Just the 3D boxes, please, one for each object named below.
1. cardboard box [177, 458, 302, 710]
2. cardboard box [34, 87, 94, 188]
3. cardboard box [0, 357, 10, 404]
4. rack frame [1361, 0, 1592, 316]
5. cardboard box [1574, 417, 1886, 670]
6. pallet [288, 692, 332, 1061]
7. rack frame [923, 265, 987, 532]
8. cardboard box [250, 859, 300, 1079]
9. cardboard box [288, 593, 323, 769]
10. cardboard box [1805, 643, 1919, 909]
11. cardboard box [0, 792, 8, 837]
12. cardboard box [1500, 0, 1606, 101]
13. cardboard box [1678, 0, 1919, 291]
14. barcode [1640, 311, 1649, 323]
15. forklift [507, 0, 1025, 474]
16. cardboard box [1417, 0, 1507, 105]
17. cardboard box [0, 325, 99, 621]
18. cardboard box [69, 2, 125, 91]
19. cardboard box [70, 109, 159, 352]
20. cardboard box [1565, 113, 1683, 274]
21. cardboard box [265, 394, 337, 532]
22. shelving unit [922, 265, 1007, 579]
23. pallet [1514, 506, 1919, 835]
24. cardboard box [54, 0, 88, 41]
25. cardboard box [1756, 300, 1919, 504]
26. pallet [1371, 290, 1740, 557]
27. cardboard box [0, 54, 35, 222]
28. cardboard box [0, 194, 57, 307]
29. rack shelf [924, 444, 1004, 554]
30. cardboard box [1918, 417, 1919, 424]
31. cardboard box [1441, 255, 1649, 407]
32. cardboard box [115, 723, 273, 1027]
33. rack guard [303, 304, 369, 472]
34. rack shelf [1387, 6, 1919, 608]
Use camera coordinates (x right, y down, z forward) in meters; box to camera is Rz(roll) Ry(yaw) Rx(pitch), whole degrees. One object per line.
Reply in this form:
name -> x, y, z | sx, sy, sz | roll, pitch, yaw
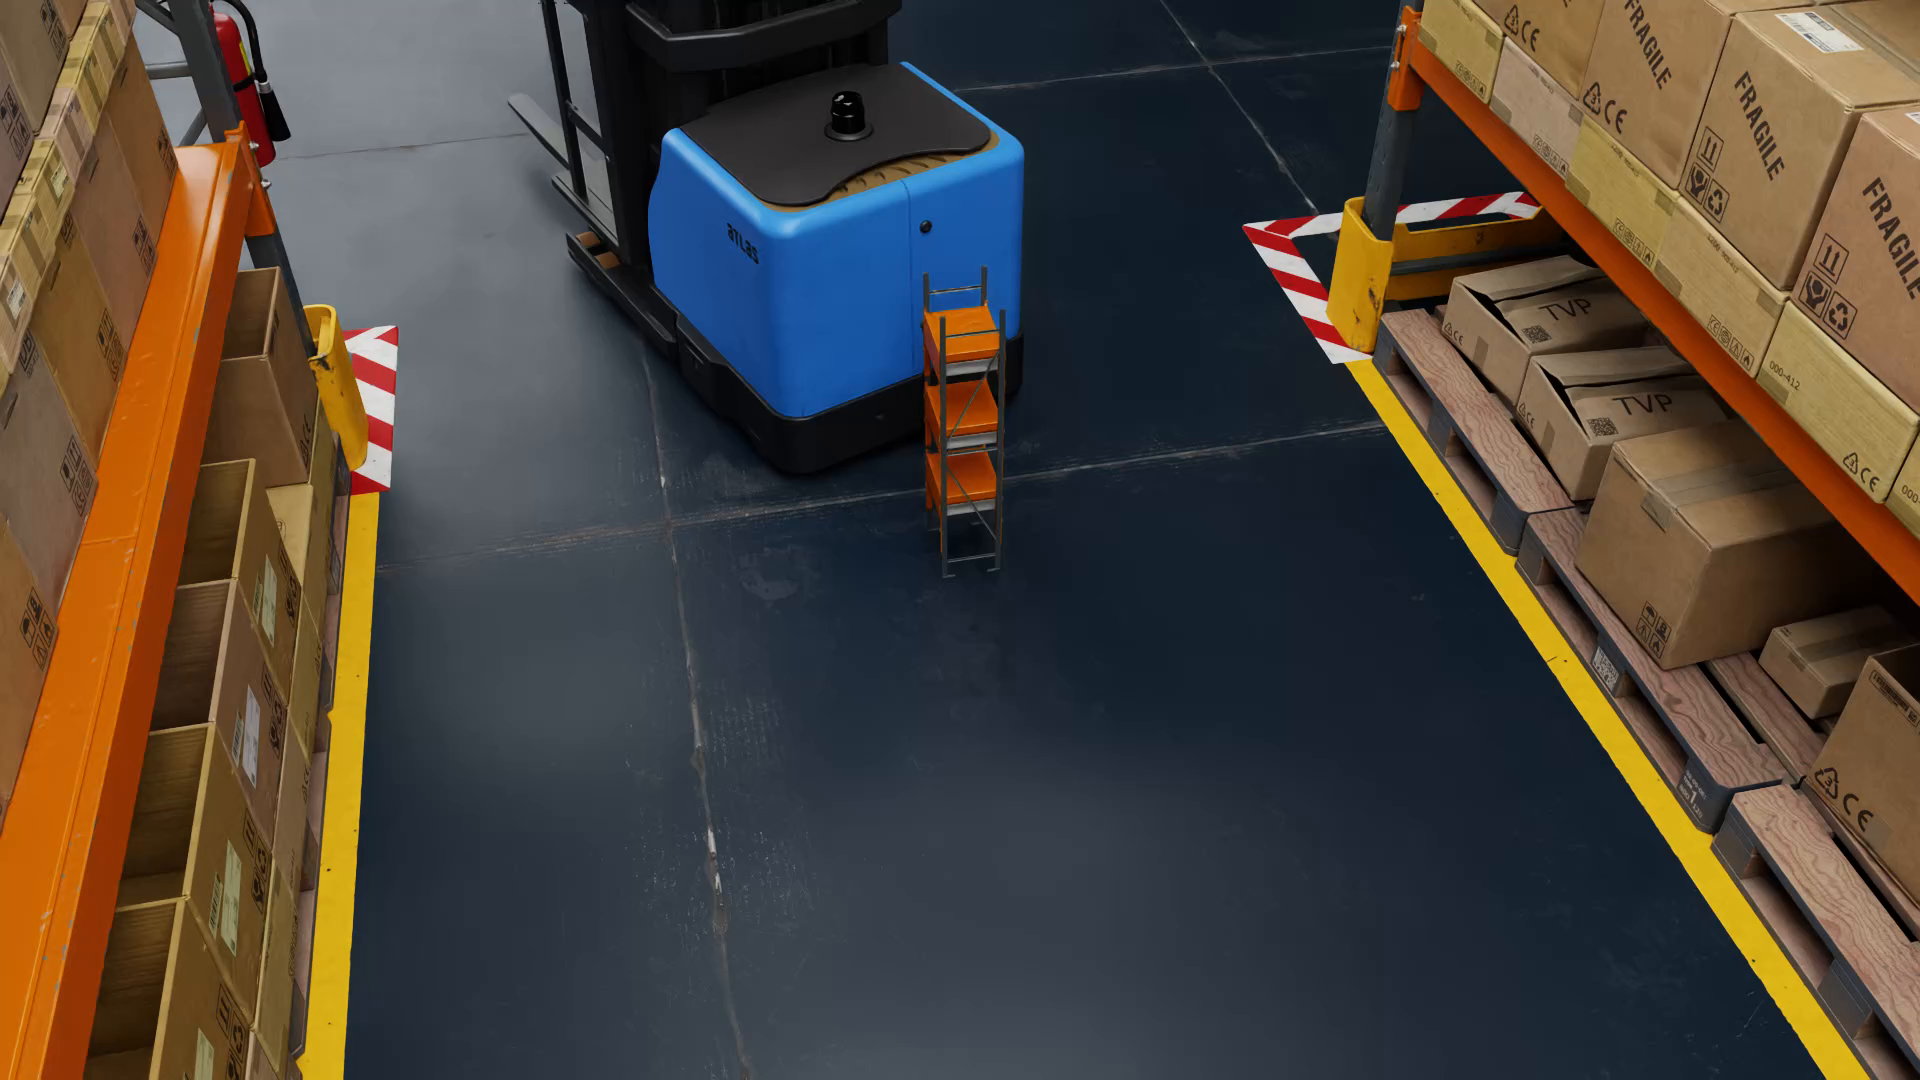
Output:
cardboard box -> -2.125, 0.154, 4.507 | 0.500, 0.500, 0.500 | -8, 42, -9
cardboard box -> -2.328, -0.949, 3.996 | 0.380, 0.149, 0.250 | -8, 42, -9
cardboard box -> -2.105, -0.281, 3.243 | 0.380, 0.149, 0.250 | -9, 42, -10
rack frame -> 2.075, -2.100, 5.856 | 1.000, 3.000, 0.127 | -8, 42, -9
cardboard box -> 2.369, -0.016, 5.060 | 0.700, 0.500, 0.500 | -11, 43, -12
pallet -> -2.296, 0.934, 4.539 | 1.003, 0.211, 1.213 | -8, 42, -9
rack frame -> -0.015, -0.437, 5.451 | 0.200, 1.050, 0.008 | -8, 42, -9
cardboard box -> -1.908, 1.082, 4.026 | 0.500, 0.250, 0.500 | -8, 42, -9
cardboard box -> -2.128, 0.435, 4.756 | 0.500, 0.250, 0.500 | -8, 42, -9
cardboard box -> 2.675, 0.596, 4.371 | 0.500, 0.500, 0.500 | -11, 43, -12
cardboard box -> -2.120, 0.540, 2.807 | 0.700, 0.500, 0.500 | -9, 42, -10
cardboard box -> 1.981, -1.658, 4.891 | 0.500, 0.500, 0.500 | -8, 42, -9
cardboard box -> 2.210, -0.989, 4.138 | 0.500, 0.500, 0.500 | -7, 42, -8
barcode -> 2.531, -0.847, 6.132 | 0.001, 0.075, 0.075 | -8, 42, -9
forklift -> -0.994, -2.280, 6.111 | 1.130, 2.935, 3.031 | -24, 47, -24
cardboard box -> 1.870, -1.690, 5.492 | 0.500, 0.250, 0.500 | -9, 42, -11
cardboard box -> -2.336, -0.118, 3.548 | 0.700, 0.500, 0.500 | -7, 42, -8
cardboard box -> -2.435, -1.278, 4.366 | 0.380, 0.149, 0.250 | -7, 42, -8
cardboard box -> -2.555, -0.781, 4.295 | 0.700, 0.500, 0.500 | -7, 42, -8
cardboard box -> 2.100, -1.024, 4.742 | 0.500, 0.250, 0.500 | -9, 42, -10
cardboard box -> -2.357, -0.211, 5.484 | 0.500, 0.250, 0.500 | -8, 42, -9
shelving unit -> 0.012, -0.358, 5.362 | 0.215, 1.050, 0.252 | -8, 42, -9
pallet -> 2.492, 0.313, 5.239 | 1.003, 0.211, 1.213 | -8, 42, -9
cardboard box -> -2.662, -1.572, 4.209 | 0.700, 0.500, 0.500 | -8, 42, -9
cardboard box -> 2.317, -0.370, 4.006 | 0.500, 0.250, 0.500 | -9, 42, -10
pallet -> 2.232, -0.476, 6.128 | 1.003, 0.211, 1.213 | -8, 42, -9
cardboard box -> -2.433, -0.905, 3.458 | 0.700, 0.500, 0.500 | -8, 42, -9
cardboard box -> -2.212, -0.609, 3.612 | 0.380, 0.149, 0.250 | -7, 42, -8
rack shelf -> 0.012, -0.142, 5.554 | 0.215, 0.259, 0.240 | -8, 42, -9
cardboard box -> 2.421, -0.324, 3.389 | 0.500, 0.500, 0.500 | -9, 42, -10
cardboard box -> 2.136, -0.798, 6.083 | 0.500, 0.311, 0.500 | -13, 43, -14
cardboard box -> -1.908, 0.802, 3.777 | 0.500, 0.500, 0.500 | -8, 42, -9
rack guard -> -2.767, -0.469, 5.901 | 1.175, 0.500, 0.348 | -8, 42, -9
rack shelf -> 2.506, -0.535, 4.635 | 1.077, 0.370, 4.000 | -8, 42, -9
